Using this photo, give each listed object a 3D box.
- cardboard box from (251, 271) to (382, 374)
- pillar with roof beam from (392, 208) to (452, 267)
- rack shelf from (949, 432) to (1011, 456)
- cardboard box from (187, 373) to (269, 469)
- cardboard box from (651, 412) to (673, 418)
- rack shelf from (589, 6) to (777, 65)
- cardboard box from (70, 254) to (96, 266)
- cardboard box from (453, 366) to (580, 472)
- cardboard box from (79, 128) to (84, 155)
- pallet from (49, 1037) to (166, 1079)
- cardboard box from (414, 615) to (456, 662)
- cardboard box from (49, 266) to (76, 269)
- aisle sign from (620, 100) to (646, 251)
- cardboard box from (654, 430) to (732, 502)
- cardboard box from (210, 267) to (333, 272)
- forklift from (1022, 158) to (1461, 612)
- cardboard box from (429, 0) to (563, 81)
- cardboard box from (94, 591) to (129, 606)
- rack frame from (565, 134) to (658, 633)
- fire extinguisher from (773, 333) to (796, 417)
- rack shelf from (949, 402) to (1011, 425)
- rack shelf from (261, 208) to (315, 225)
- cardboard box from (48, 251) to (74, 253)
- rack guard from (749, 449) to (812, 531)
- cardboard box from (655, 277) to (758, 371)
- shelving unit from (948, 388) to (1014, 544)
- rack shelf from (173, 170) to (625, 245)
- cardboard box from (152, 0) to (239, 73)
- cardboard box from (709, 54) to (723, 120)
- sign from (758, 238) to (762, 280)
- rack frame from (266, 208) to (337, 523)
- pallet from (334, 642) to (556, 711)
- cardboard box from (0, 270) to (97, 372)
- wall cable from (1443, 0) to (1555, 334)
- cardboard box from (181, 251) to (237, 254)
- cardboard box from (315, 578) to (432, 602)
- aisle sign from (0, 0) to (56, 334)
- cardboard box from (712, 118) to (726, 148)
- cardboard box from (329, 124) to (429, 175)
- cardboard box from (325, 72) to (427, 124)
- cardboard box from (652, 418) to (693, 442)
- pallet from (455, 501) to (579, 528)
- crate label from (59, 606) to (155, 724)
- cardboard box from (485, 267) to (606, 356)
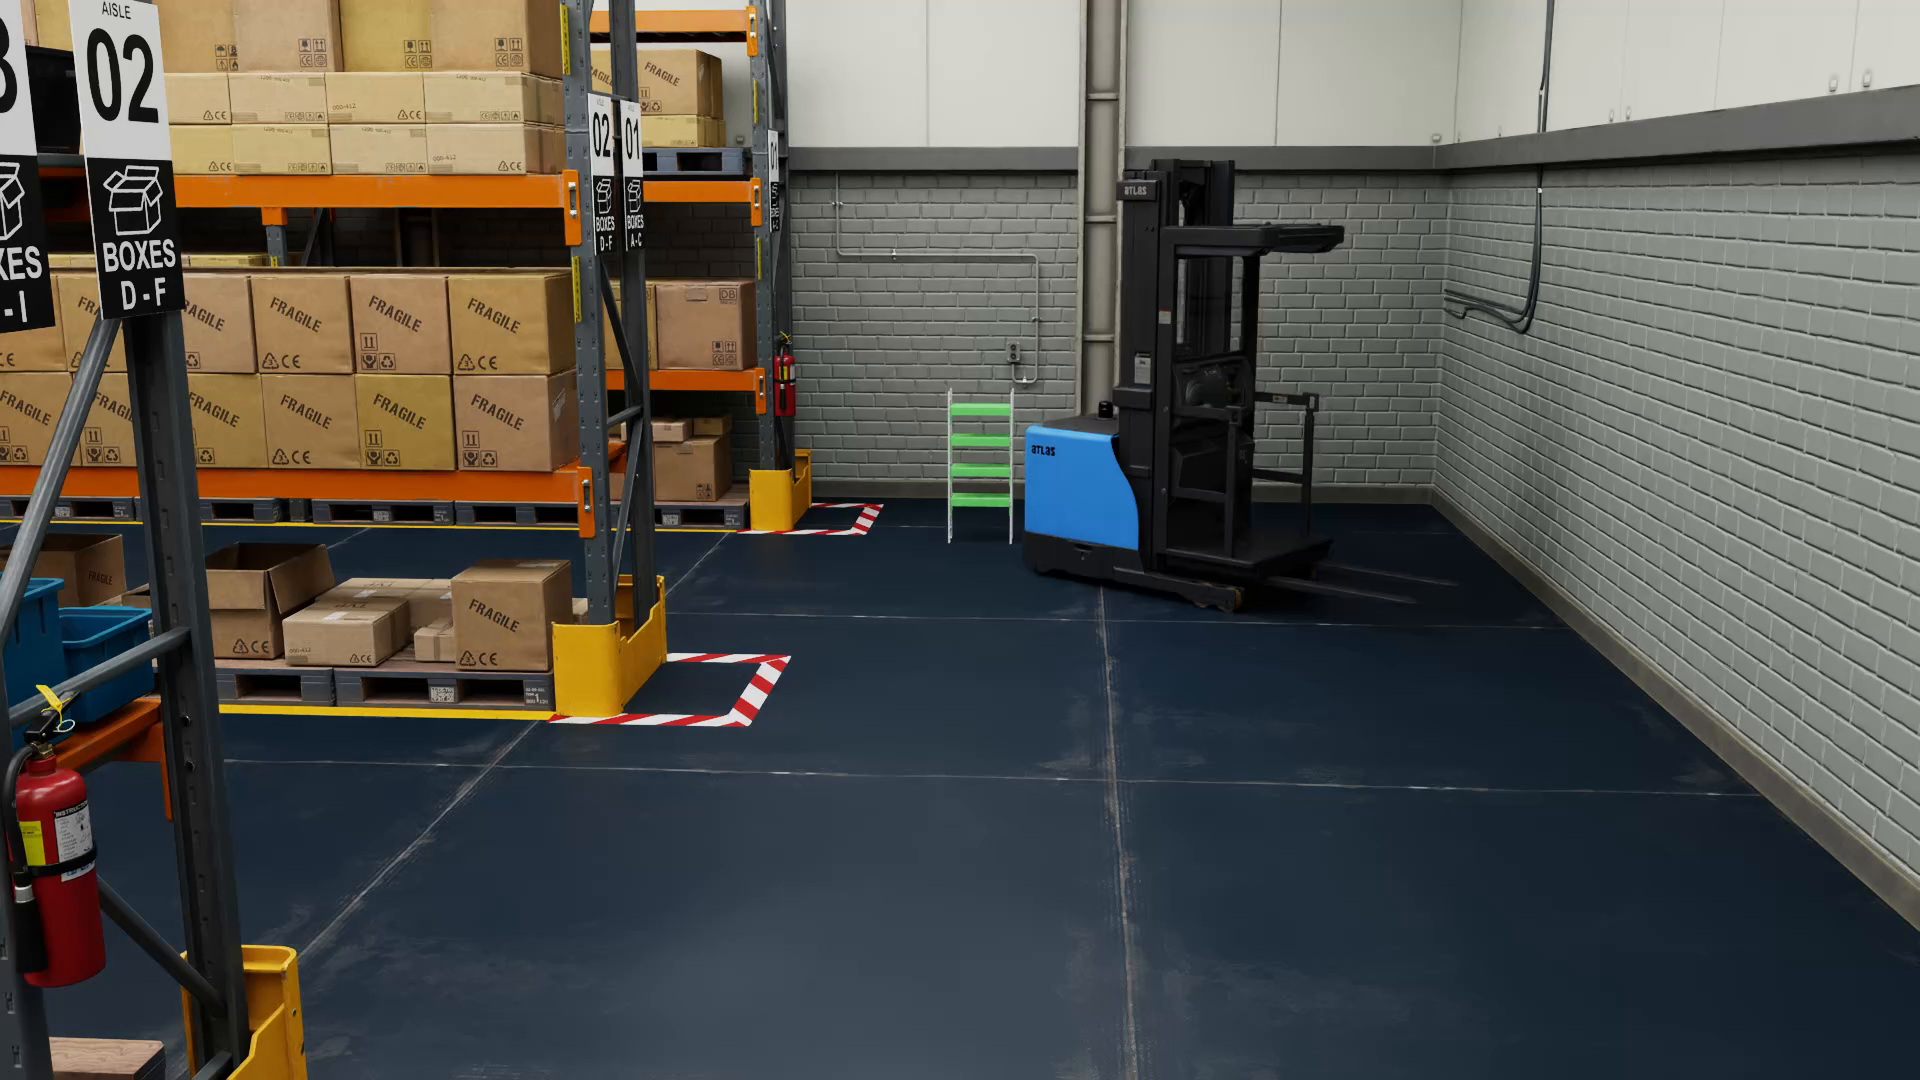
[{"bbox_3d":[-3.352,-1.151,8.758,0.500,0.500,0.500,1,12,5],"label":"cardboard box"},{"bbox_3d":[-5.063,-3.941,10.129,0.400,9.000,9.100,1,12,4],"label":"pillar with roof beam"},{"bbox_3d":[0.165,-0.757,13.098,0.480,0.148,0.258,1,12,4],"label":"rack shelf"},{"bbox_3d":[-3.851,-0.671,8.904,0.500,0.500,0.500,1,12,3],"label":"cardboard box"},{"bbox_3d":[-2.613,-0.997,14.201,0.250,0.149,0.380,1,12,4],"label":"cardboard box"},{"bbox_3d":[-3.536,-4.078,13.518,4.000,0.370,1.077,1,12,4],"label":"rack shelf"},{"bbox_3d":[-7.033,-2.258,13.886,0.500,0.250,0.500,1,12,5],"label":"cardboard box"},{"bbox_3d":[-2.333,-0.649,8.802,0.500,0.500,0.500,1,12,5],"label":"cardboard box"},{"bbox_3d":[-4.393,-2.027,8.675,0.500,0.250,0.500,1,12,4],"label":"cardboard box"},{"bbox_3d":[-3.023,1.708,4.589,1.213,0.211,1.003,1,12,4],"label":"pallet"},{"bbox_3d":[-2.825,0.541,9.203,0.250,0.166,0.380,1,12,4],"label":"cardboard box"},{"bbox_3d":[-5.337,-1.289,9.418,0.500,0.500,0.500,1,12,4],"label":"cardboard box"},{"bbox_3d":[-1.780,-1.981,9.065,0.004,0.787,0.394,1,12,4],"label":"aisle sign"},{"bbox_3d":[-2.246,-0.633,14.048,0.500,0.500,0.700,1,12,4],"label":"cardboard box"},{"bbox_3d":[-3.821,-1.268,9.319,0.500,0.500,0.500,1,12,3],"label":"cardboard box"},{"bbox_3d":[1.897,-1.079,11.270,3.031,2.935,1.130,10,16,40],"label":"forklift"},{"bbox_3d":[-2.382,-2.660,8.647,0.500,0.500,0.700,1,12,4],"label":"cardboard box"},{"bbox_3d":[-4.893,0.418,9.831,0.250,0.149,0.380,1,12,4],"label":"cardboard box"},{"bbox_3d":[-1.868,-0.650,9.049,0.127,3.000,1.000,1,12,4],"label":"rack frame"},{"bbox_3d":[-1.421,-1.345,13.473,0.183,0.674,0.296,1,12,4],"label":"fire extinguisher"},{"bbox_3d":[0.165,-0.992,13.049,0.480,0.148,0.258,1,12,4],"label":"rack shelf"},{"bbox_3d":[-7.527,-2.860,14.046,4.000,0.370,1.077,1,12,4],"label":"rack shelf"},{"bbox_3d":[-8.025,-2.374,14.440,0.500,0.250,0.500,0,12,2],"label":"cardboard box"},{"bbox_3d":[-1.517,-0.438,14.141,0.348,0.500,1.175,1,12,4],"label":"rack guard"},{"bbox_3d":[-2.050,-1.814,13.880,0.700,0.700,0.980,1,12,6],"label":"cardboard box"},{"bbox_3d":[0.165,-0.585,13.134,0.503,1.200,0.258,1,12,4],"label":"shelving unit"},{"bbox_3d":[-3.864,-1.793,8.946,4.000,0.370,1.077,1,12,4],"label":"rack shelf"},{"bbox_3d":[-3.874,-2.695,8.814,0.500,0.500,0.700,1,12,4],"label":"cardboard box"},{"bbox_3d":[-2.253,-3.738,13.749,0.500,0.500,0.500,0,12,2],"label":"cardboard box"},{"bbox_3d":[-1.591,-2.234,13.215,0.005,0.325,0.100,1,12,4],"label":"sign"},{"bbox_3d":[-5.532,-1.717,14.149,0.127,3.000,1.000,1,12,4],"label":"rack frame"},{"bbox_3d":[-2.739,0.703,9.391,1.213,0.211,1.003,1,12,4],"label":"pallet"},{"bbox_3d":[-4.893,-1.172,8.859,0.500,0.500,0.500,0,12,2],"label":"cardboard box"},{"bbox_3d":[4.079,-2.928,12.872,0.112,2.526,3.097,1,12,4],"label":"wall cable"},{"bbox_3d":[-6.496,-2.353,14.341,0.500,0.250,0.500,1,12,4],"label":"cardboard box"},{"bbox_3d":[-3.389,0.402,9.663,0.500,0.250,0.500,1,12,4],"label":"cardboard box"},{"bbox_3d":[-2.151,-0.850,3.655,0.004,0.787,0.394,1,12,4],"label":"aisle sign"},{"bbox_3d":[-2.253,-3.371,13.829,0.500,0.250,0.500,1,12,7],"label":"cardboard box"},{"bbox_3d":[-2.896,-2.007,8.577,0.500,0.250,0.500,1,12,4],"label":"cardboard box"},{"bbox_3d":[-2.897,-2.251,8.523,0.500,0.250,0.500,1,12,4],"label":"cardboard box"},{"bbox_3d":[-2.386,-0.915,13.812,0.250,0.149,0.380,1,12,3],"label":"cardboard box"},{"bbox_3d":[-3.558,-0.309,14.231,1.213,0.211,1.003,1,12,4],"label":"pallet"},{"bbox_3d":[-2.427,0.344,4.560,0.303,0.233,0.416,1,12,4],"label":"crate label"},{"bbox_3d":[-2.293,-1.248,9.223,0.500,0.500,0.500,1,12,5],"label":"cardboard box"}]
